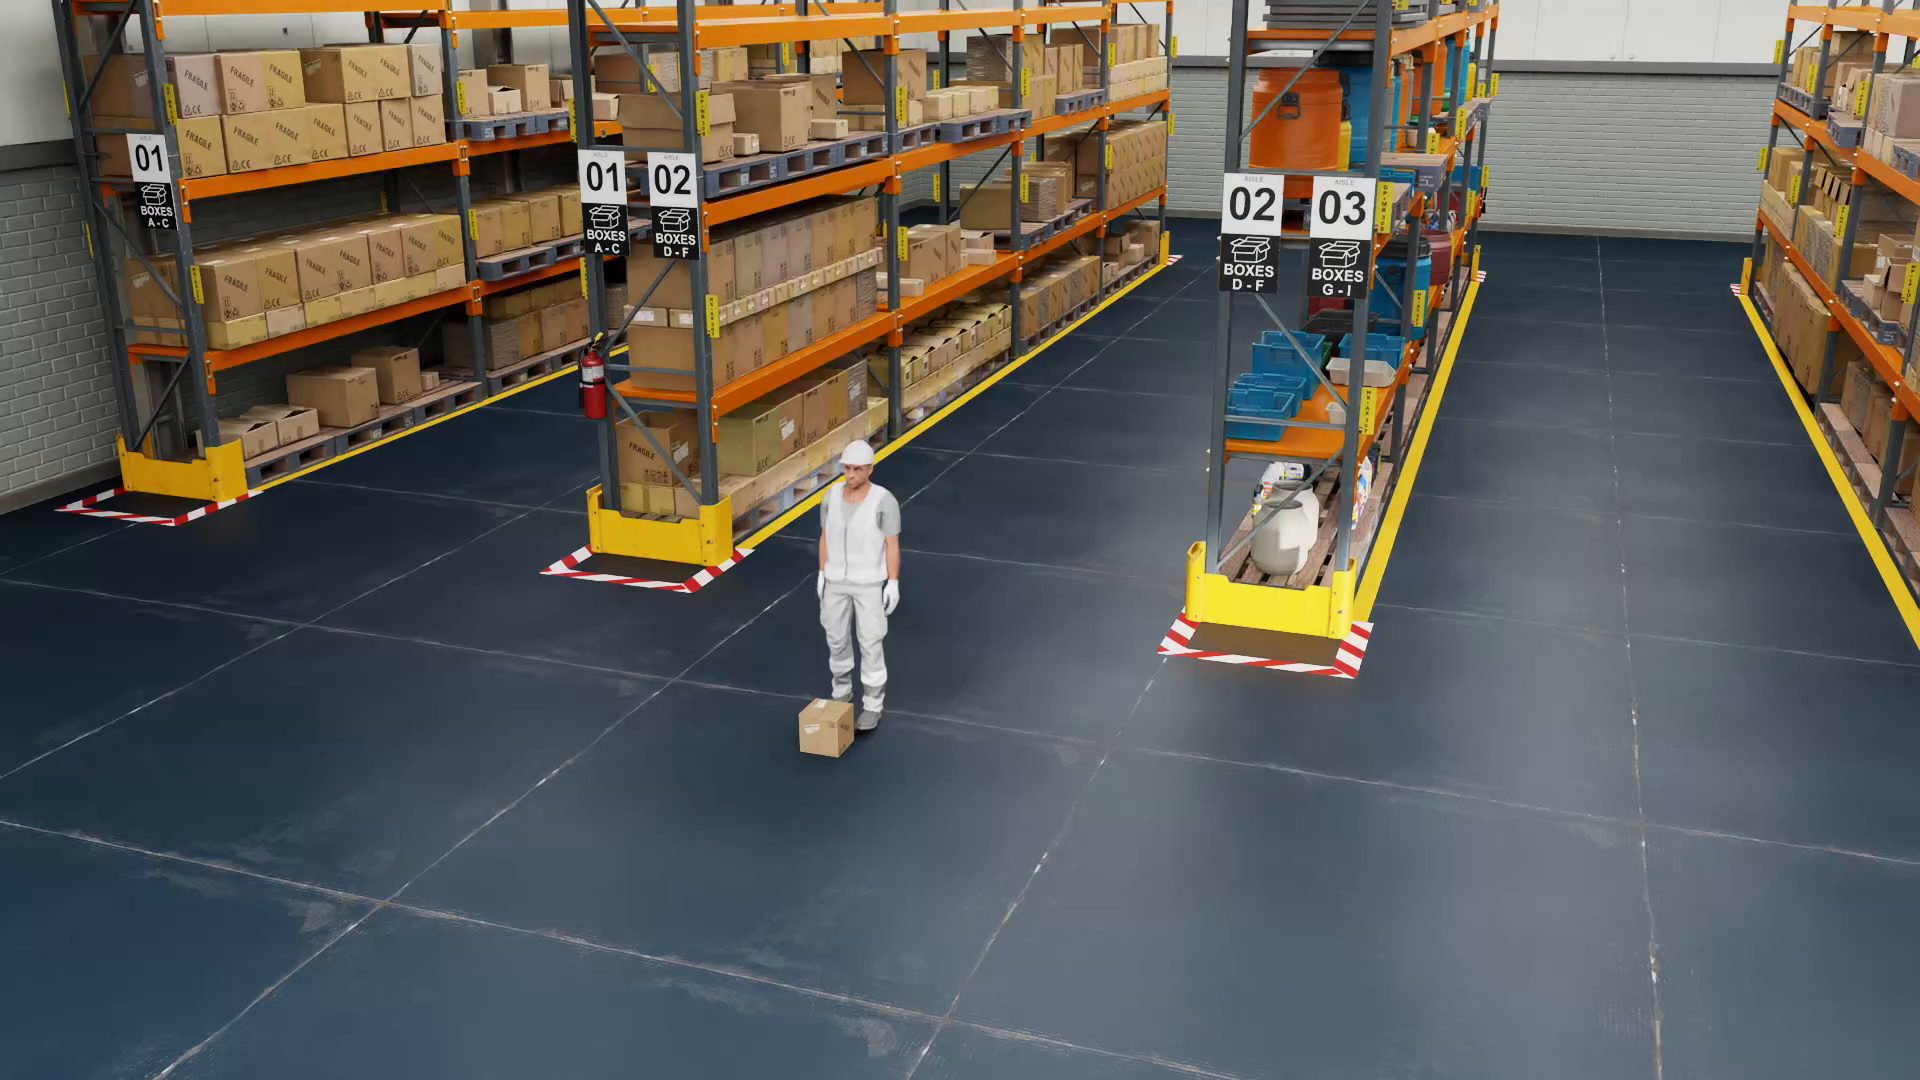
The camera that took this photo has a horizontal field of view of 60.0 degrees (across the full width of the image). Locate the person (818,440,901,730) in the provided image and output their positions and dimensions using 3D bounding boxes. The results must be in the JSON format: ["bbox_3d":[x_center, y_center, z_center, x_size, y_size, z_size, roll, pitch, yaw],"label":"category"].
[{"bbox_3d":[-0.634,0.289,10.220,0.542,1.827,0.477,7,20,19],"label":"person"}]
